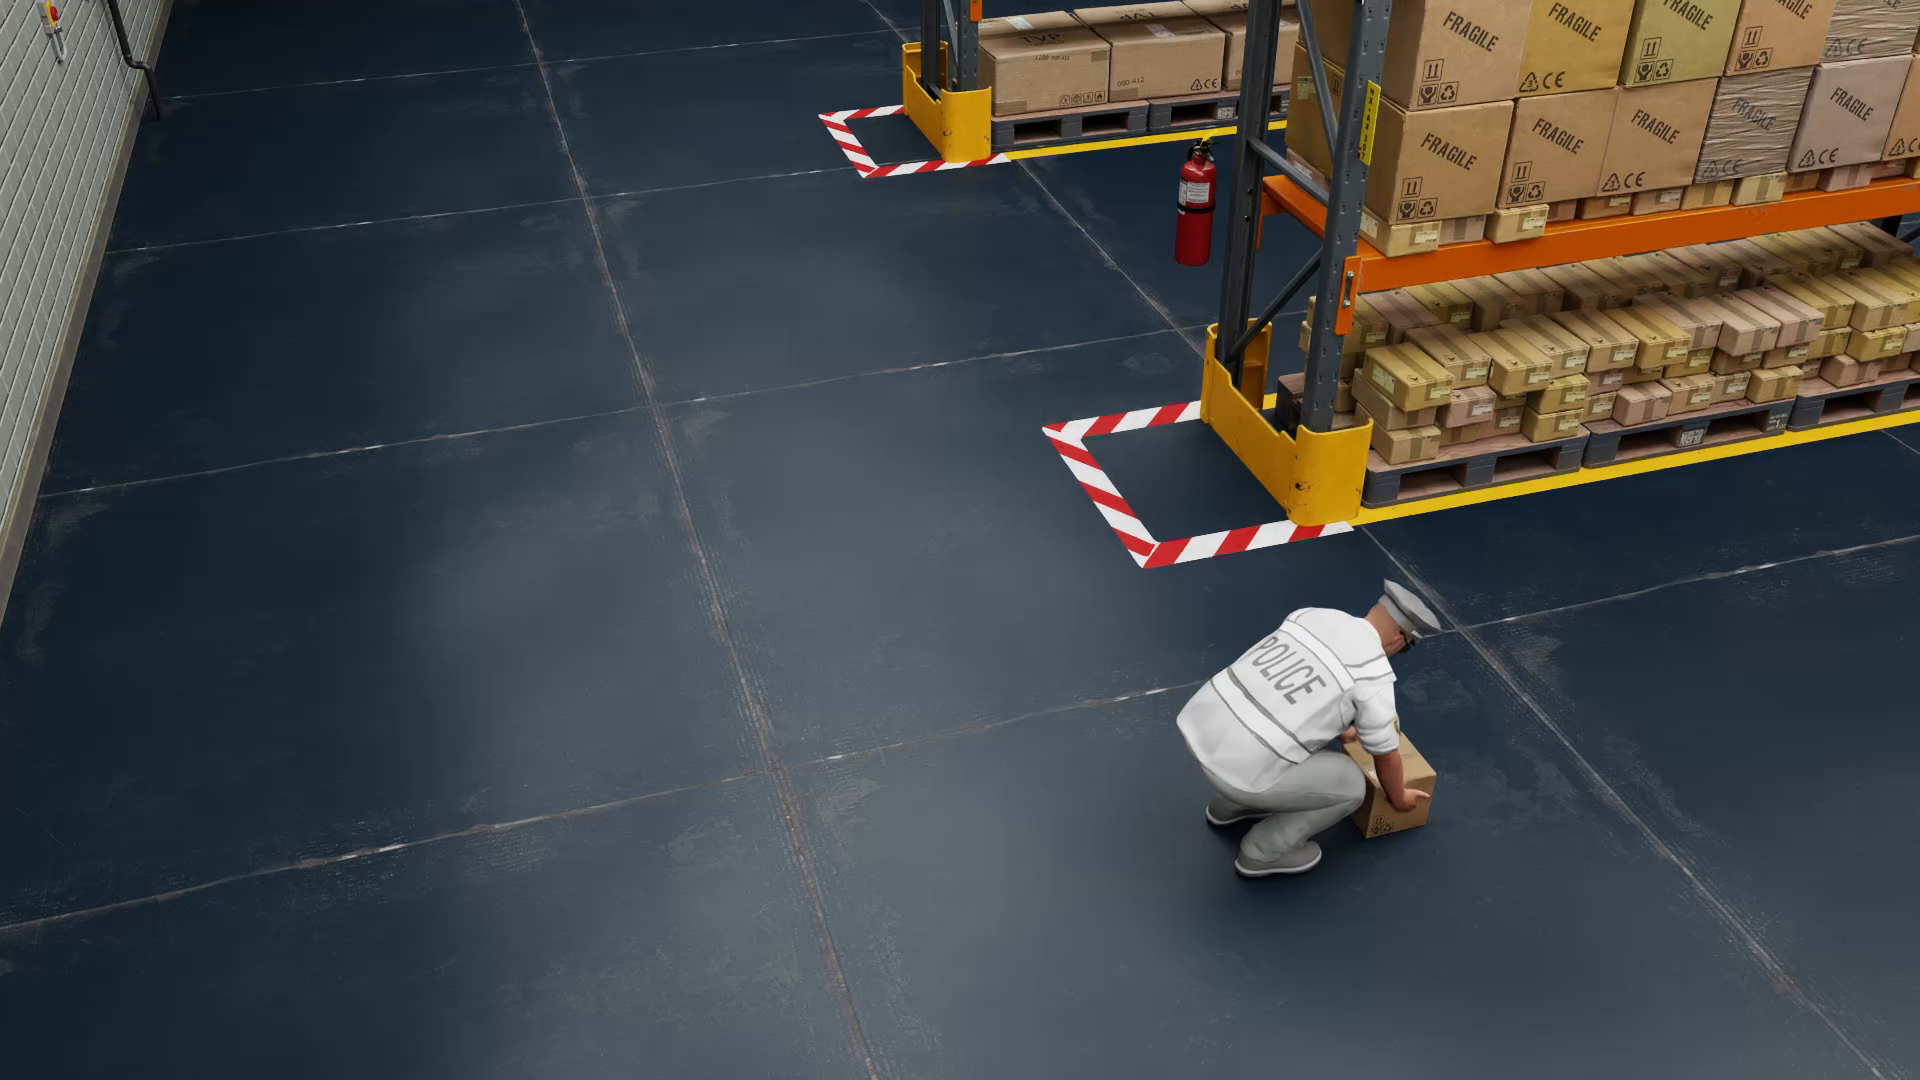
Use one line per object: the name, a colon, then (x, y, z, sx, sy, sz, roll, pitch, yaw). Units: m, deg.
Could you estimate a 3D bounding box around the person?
person: (1.227, 0.651, 5.870, 0.951, 0.971, 0.563, -10, 35, -15)
